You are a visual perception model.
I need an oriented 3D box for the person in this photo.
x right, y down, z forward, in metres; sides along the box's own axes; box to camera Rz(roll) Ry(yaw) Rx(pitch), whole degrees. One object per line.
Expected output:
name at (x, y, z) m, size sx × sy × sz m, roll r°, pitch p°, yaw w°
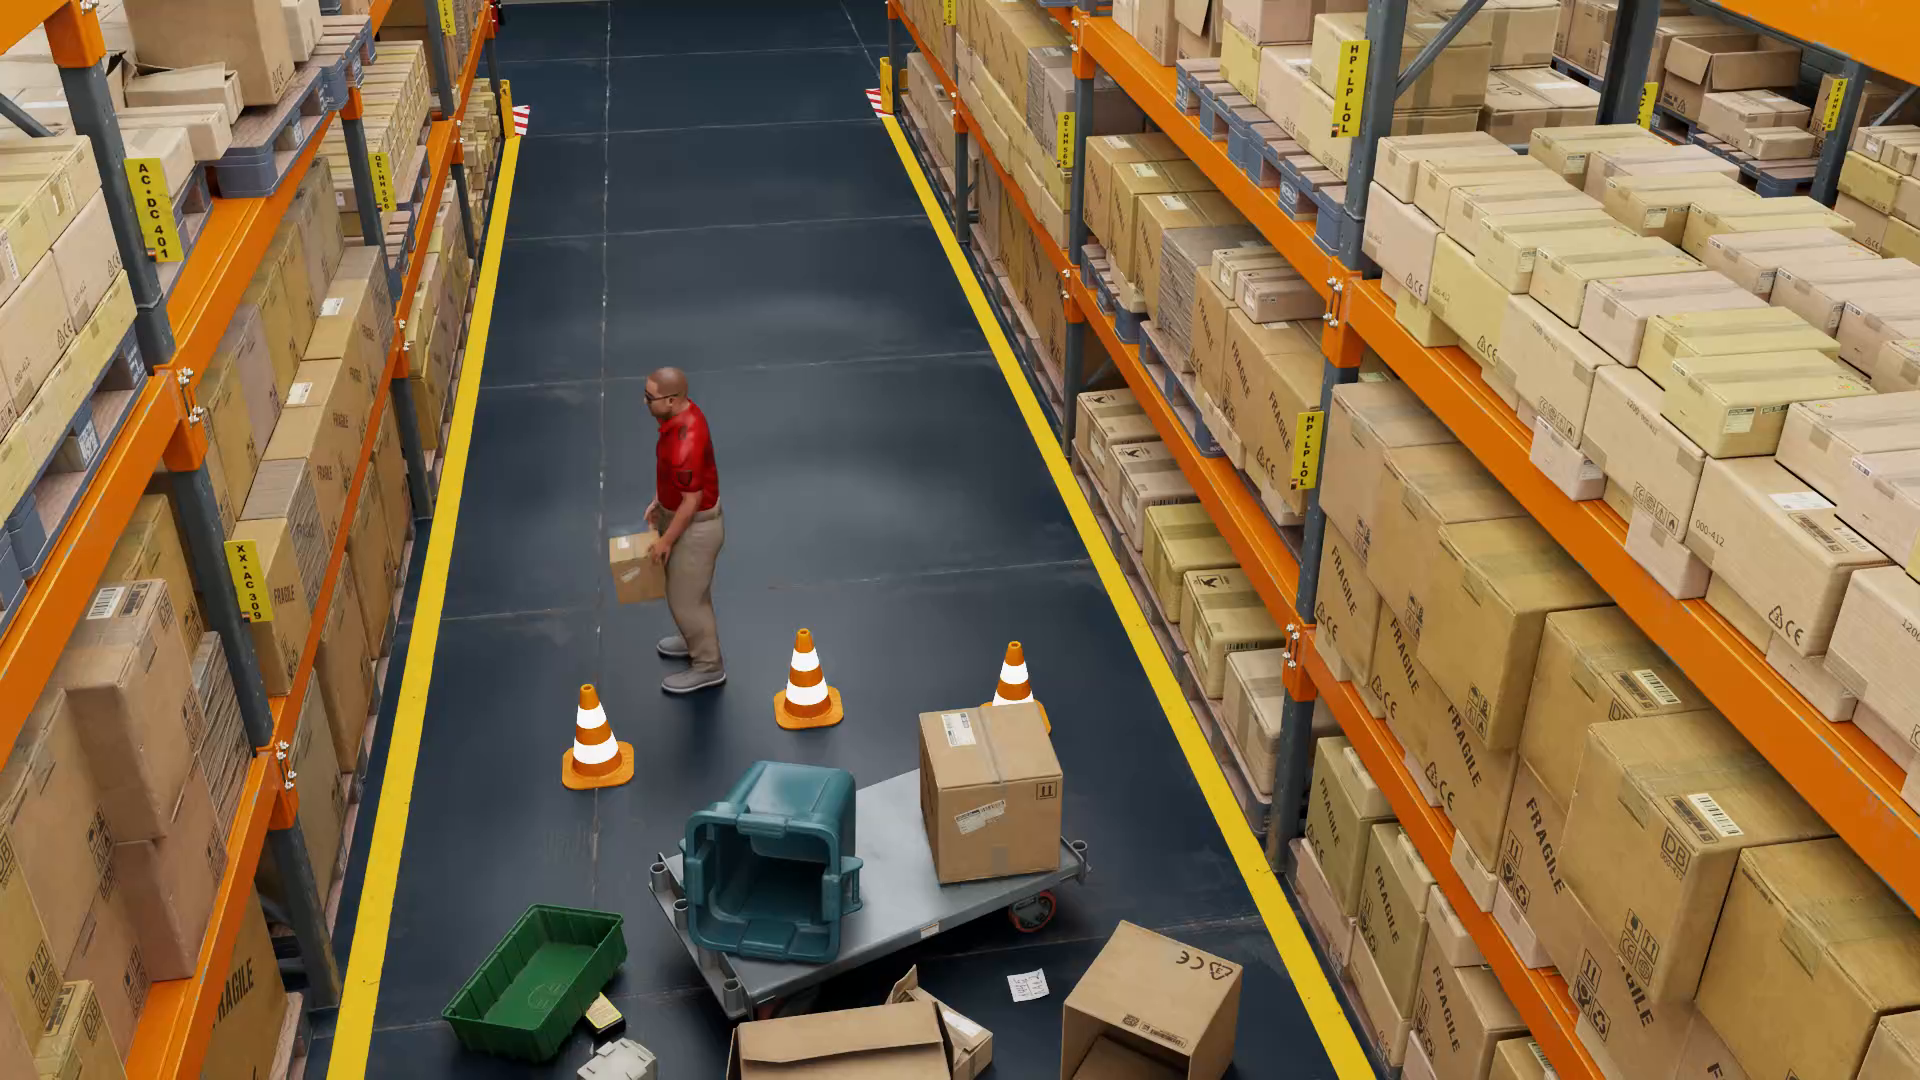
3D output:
person at (-1.372, -0.069, 8.255) m, size 0.393 × 1.732 × 0.551 m, roll -6°, pitch 31°, yaw -10°
